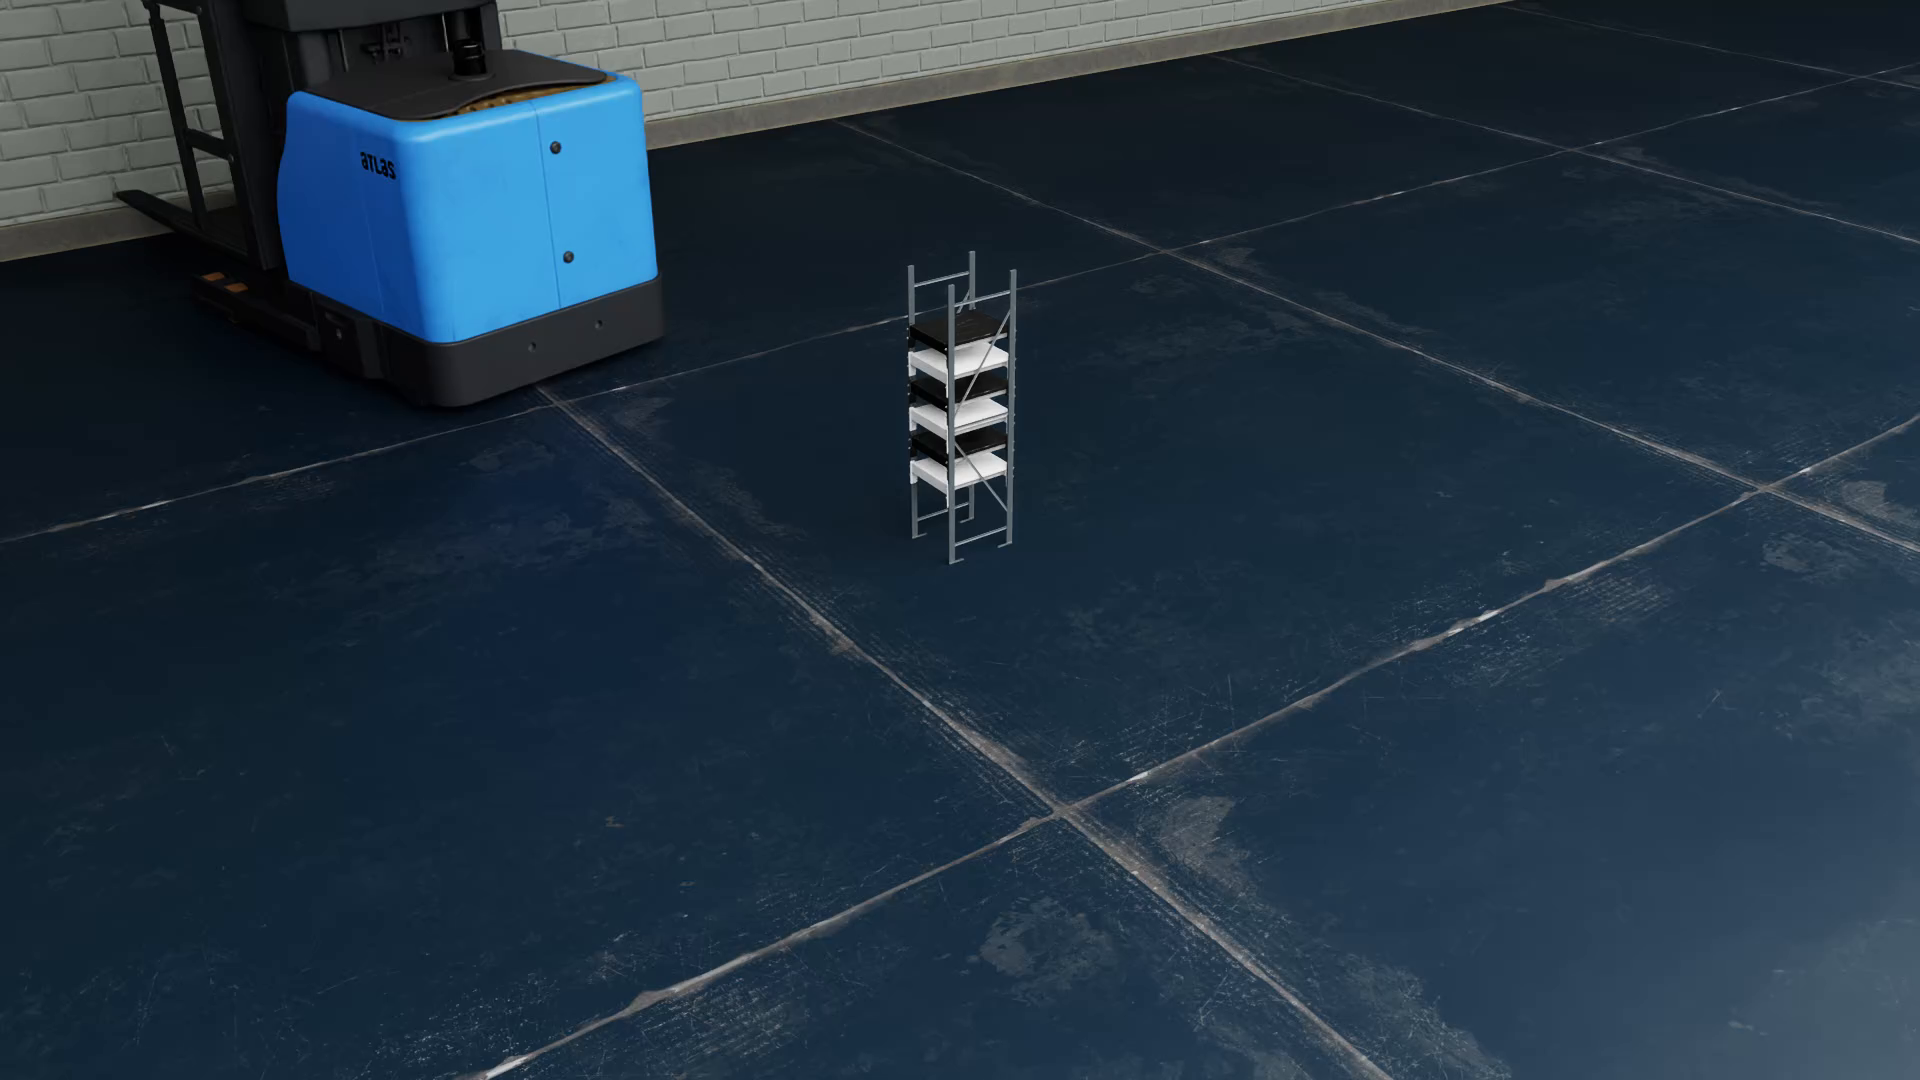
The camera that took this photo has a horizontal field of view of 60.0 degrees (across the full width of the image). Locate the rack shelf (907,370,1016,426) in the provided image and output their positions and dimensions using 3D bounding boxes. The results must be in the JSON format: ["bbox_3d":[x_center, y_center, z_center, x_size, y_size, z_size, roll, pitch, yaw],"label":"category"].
[{"bbox_3d":[0.005,-0.442,5.002,0.258,0.077,0.200,-19,34,-31],"label":"rack shelf"}]

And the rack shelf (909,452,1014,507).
[{"bbox_3d":[0.005,-0.205,5.131,0.258,0.077,0.200,-19,34,-31],"label":"rack shelf"}]

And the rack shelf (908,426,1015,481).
[{"bbox_3d":[0.005,-0.284,5.088,0.258,0.077,0.200,-19,34,-31],"label":"rack shelf"}]

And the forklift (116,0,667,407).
[{"bbox_3d":[-2.598,-2.351,6.507,3.031,2.935,1.130,23,36,36],"label":"forklift"}]

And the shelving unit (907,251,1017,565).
[{"bbox_3d":[0.005,-0.392,5.029,0.258,0.900,0.210,-19,34,-31],"label":"shelving unit"}]

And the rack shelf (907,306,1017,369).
[{"bbox_3d":[0.005,-0.600,4.916,0.258,0.077,0.200,-19,34,-31],"label":"rack shelf"}]

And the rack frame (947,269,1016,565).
[{"bbox_3d":[0.064,-0.353,4.957,0.240,0.900,0.006,-19,34,-31],"label":"rack frame"}]

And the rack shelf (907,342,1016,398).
[{"bbox_3d":[0.005,-0.521,4.959,0.258,0.077,0.200,-19,34,-31],"label":"rack shelf"}]

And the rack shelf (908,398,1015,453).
[{"bbox_3d":[0.005,-0.363,5.045,0.258,0.077,0.200,-19,34,-31],"label":"rack shelf"}]

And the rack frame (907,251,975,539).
[{"bbox_3d":[-0.054,-0.432,5.102,0.240,0.900,0.006,-19,34,-31],"label":"rack frame"}]
